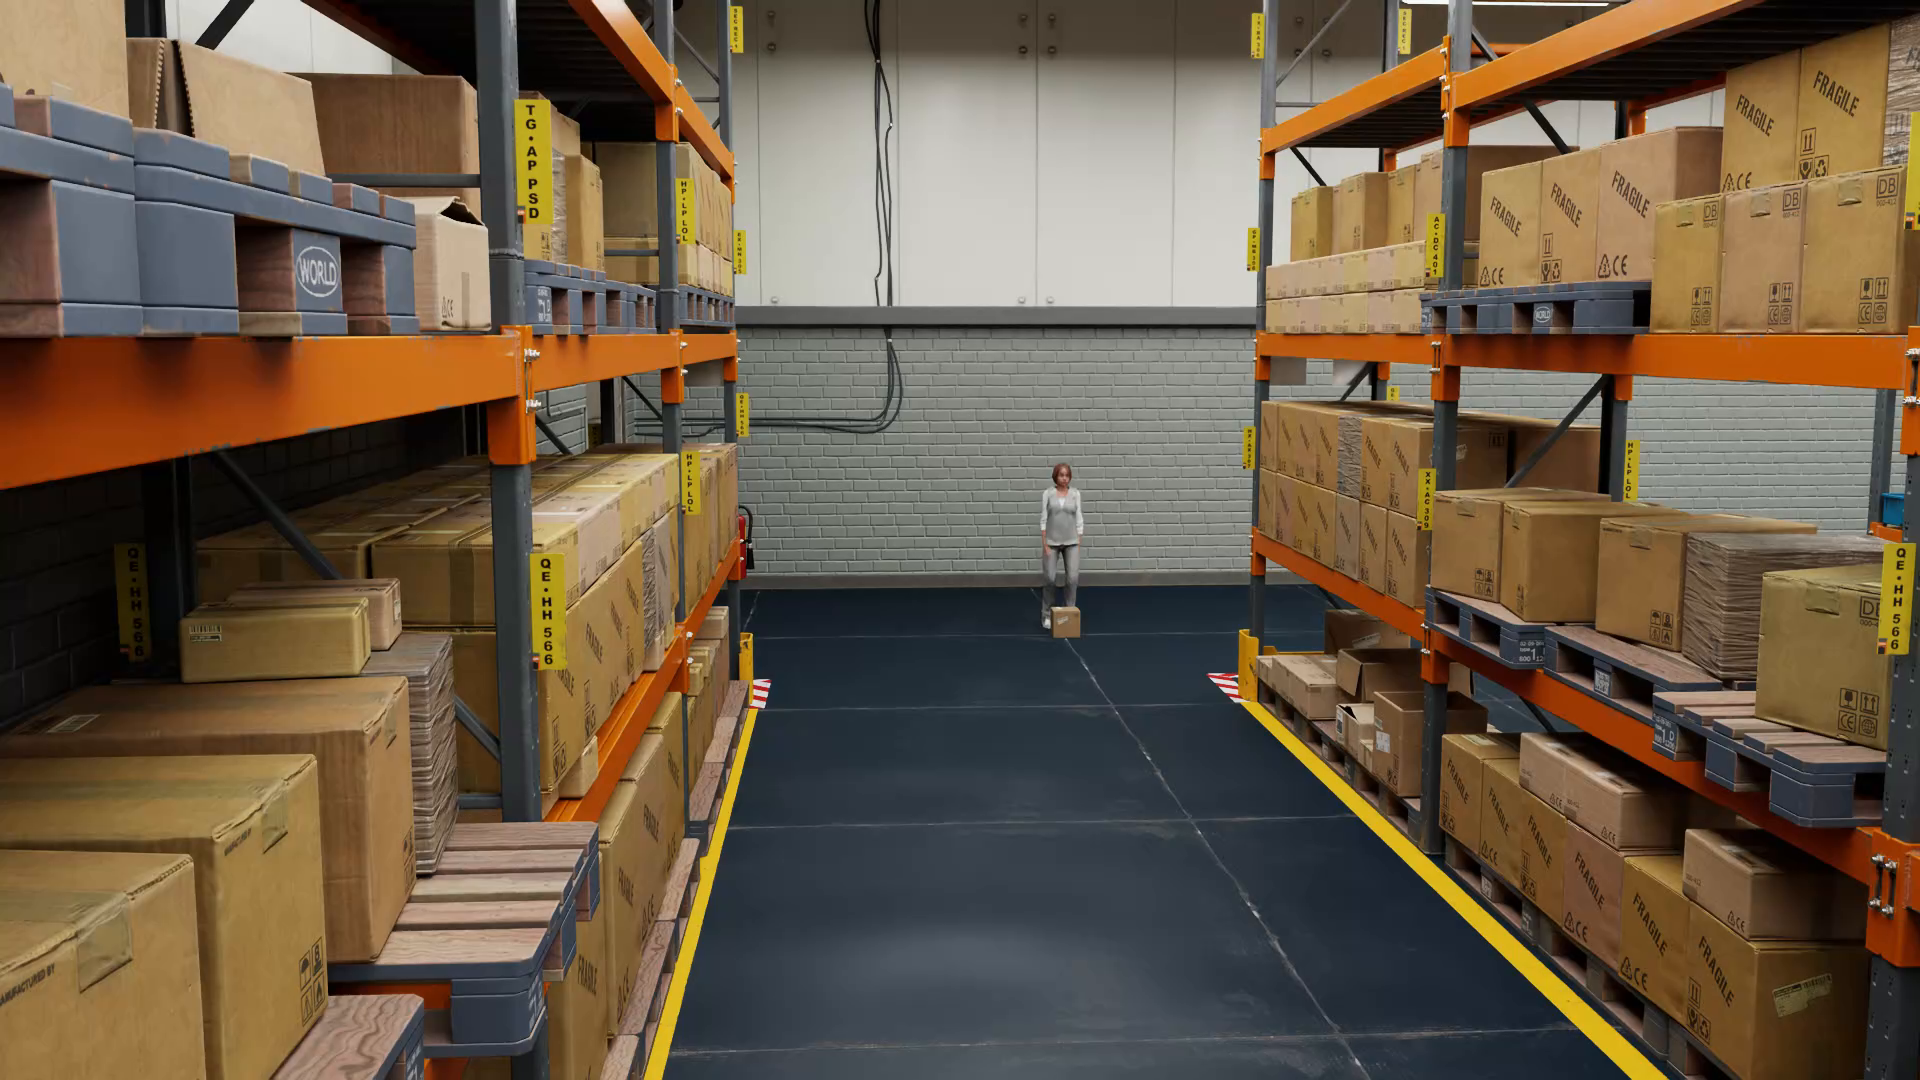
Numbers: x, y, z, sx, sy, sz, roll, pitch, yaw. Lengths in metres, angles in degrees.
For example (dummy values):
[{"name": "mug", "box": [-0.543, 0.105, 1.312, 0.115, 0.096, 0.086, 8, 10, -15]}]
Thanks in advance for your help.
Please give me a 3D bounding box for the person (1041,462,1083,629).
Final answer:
[{"name": "person", "box": [0.978, 0.070, 15.924, 0.409, 1.624, 0.331, 0, 7, -2]}]
